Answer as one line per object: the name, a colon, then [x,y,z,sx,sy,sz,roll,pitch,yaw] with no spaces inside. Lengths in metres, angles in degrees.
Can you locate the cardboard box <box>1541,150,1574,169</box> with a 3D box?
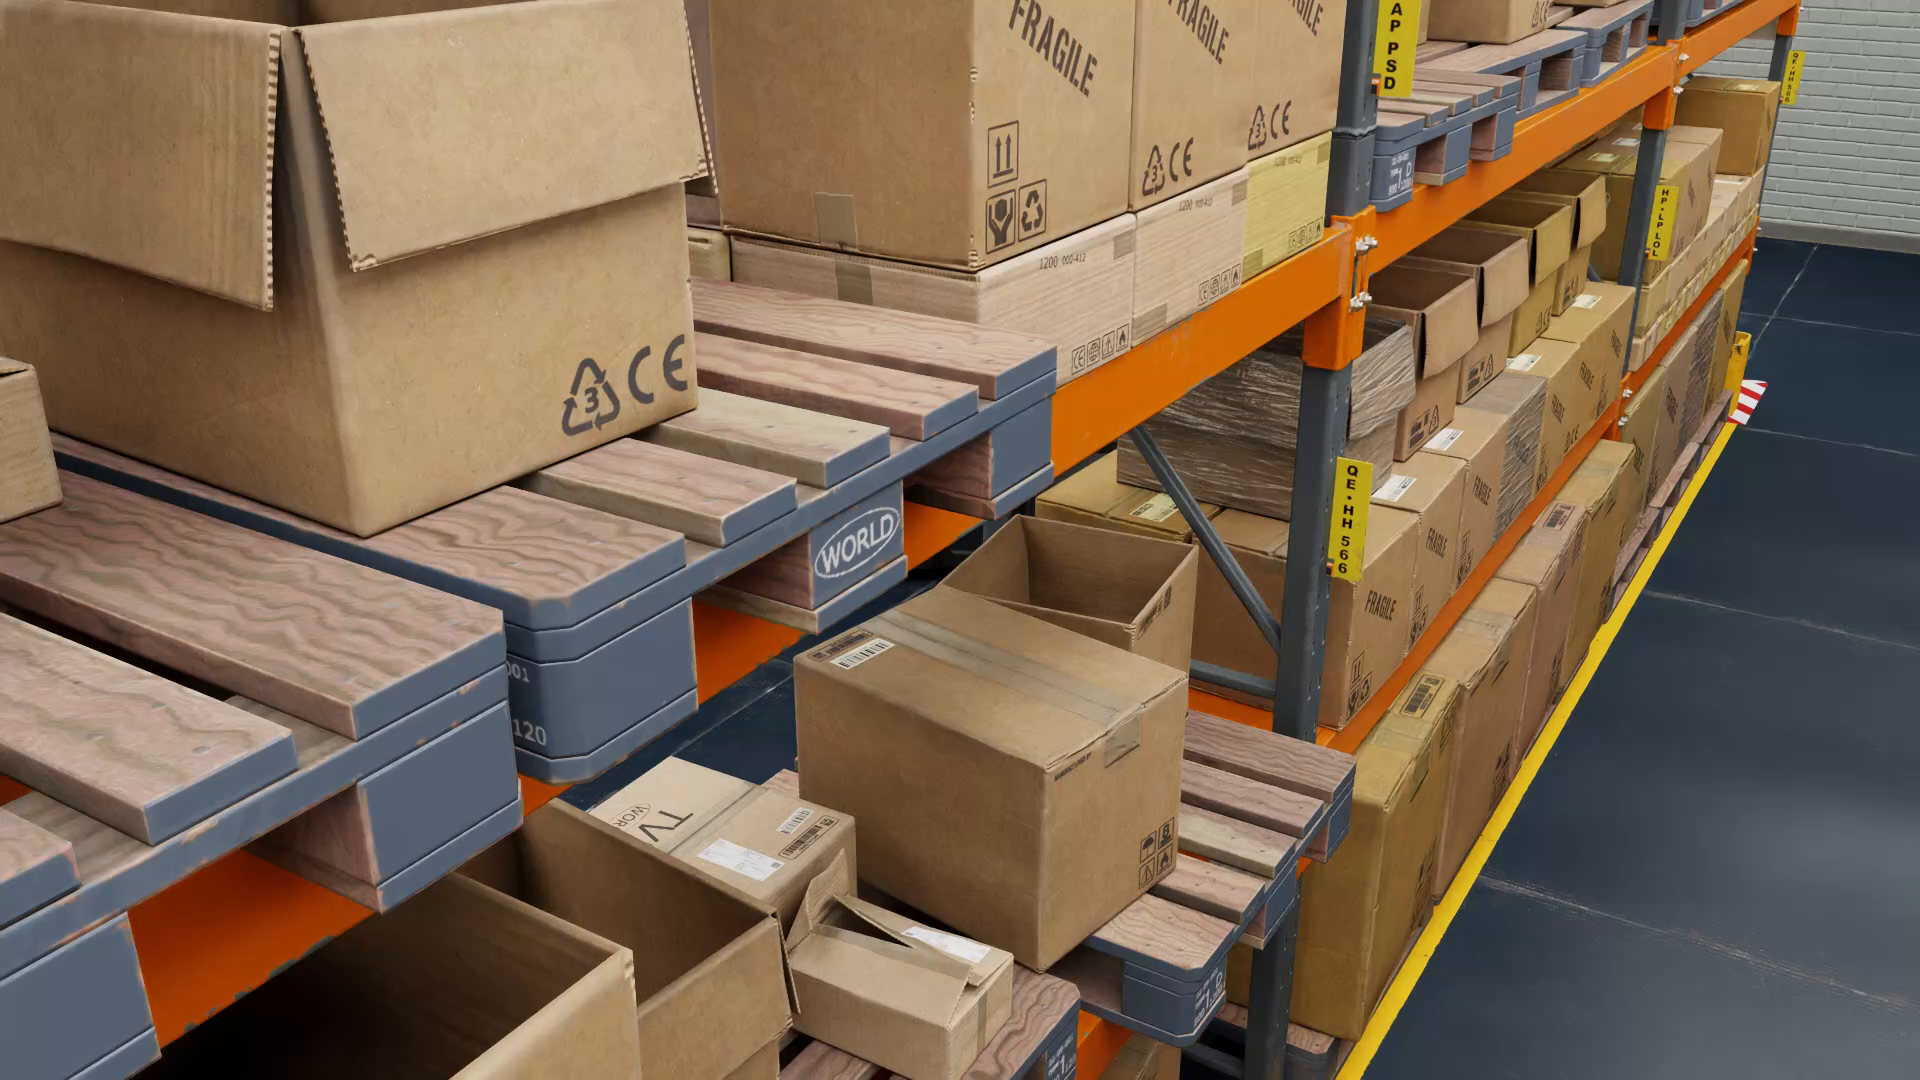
cardboard box: [2.647,-1.639,8.130,0.500,0.500,0.500,15,27,30]

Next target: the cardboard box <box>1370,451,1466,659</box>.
cardboard box: [1.279,0.007,5.332,0.500,0.500,0.500,13,27,28]

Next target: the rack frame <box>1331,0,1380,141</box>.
rack frame: [0.522,-2.419,3.510,1.000,3.000,0.127,14,27,29]

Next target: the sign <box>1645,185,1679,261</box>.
sign: [3.098,-1.400,7.351,0.100,0.325,0.005,14,27,29]

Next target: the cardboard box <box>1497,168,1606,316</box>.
cardboard box: [2.302,-1.305,7.099,0.797,0.503,0.637,13,27,28]

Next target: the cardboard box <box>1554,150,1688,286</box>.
cardboard box: [3.101,-1.535,7.892,0.500,0.500,0.500,14,27,29]

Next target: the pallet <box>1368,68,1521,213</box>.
pallet: [0.816,-1.184,4.671,1.213,0.211,1.003,15,28,31]

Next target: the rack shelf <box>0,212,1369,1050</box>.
rack shelf: [-0.533,-0.037,2.689,1.077,0.370,4.000,14,27,29]

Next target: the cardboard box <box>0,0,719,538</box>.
cardboard box: [-0.760,-0.388,1.937,0.797,0.503,0.637,15,28,31]

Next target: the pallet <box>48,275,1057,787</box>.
pallet: [-0.628,-0.143,2.264,1.213,0.211,1.003,14,27,29]

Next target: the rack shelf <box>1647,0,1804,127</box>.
rack shelf: [3.687,-2.737,8.927,1.077,0.370,4.000,14,27,29]

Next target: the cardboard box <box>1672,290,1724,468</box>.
cardboard box: [3.992,-1.043,10.030,0.875,0.875,0.875,14,27,29]

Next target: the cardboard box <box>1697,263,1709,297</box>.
cardboard box: [3.891,-1.457,9.156,0.380,0.149,0.250,13,27,27]

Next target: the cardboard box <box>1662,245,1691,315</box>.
cardboard box: [3.369,-1.354,8.416,0.500,0.250,0.500,14,27,29]

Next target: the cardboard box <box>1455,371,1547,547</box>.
cardboard box: [1.812,-0.335,6.122,0.500,0.500,0.500,14,27,29]

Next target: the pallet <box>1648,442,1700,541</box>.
pallet: [3.742,-0.390,9.884,1.003,0.211,1.213,14,27,29]

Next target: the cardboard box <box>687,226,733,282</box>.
cardboard box: [-0.477,-0.519,3.087,0.500,0.250,0.500,15,27,30]

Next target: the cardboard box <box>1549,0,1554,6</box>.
cardboard box: [1.976,-2.193,6.347,0.500,0.311,0.500,13,27,27]

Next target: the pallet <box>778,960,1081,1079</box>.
pallet: [-0.488,1.099,3.177,1.003,0.211,1.213,14,27,29]

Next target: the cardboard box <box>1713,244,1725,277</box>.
cardboard box: [4.160,-1.629,9.552,0.380,0.149,0.250,14,27,29]

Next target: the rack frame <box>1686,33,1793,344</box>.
rack frame: [4.742,-2.366,10.939,1.000,3.000,0.127,14,27,29]

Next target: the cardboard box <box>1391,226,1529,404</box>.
cardboard box: [1.615,-0.862,6.078,0.797,0.503,0.637,15,27,31]

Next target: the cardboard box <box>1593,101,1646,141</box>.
cardboard box: [3.727,-2.327,9.720,0.500,0.500,0.500,13,27,28]

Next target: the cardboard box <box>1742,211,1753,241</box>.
cardboard box: [4.698,-1.973,10.348,0.380,0.149,0.250,14,27,29]

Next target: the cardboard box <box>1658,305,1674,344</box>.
cardboard box: [3.347,-1.108,8.350,0.380,0.149,0.250,15,28,31]

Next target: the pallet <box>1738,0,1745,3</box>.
pallet: [3.716,-3.036,8.822,1.003,0.211,1.213,14,27,29]

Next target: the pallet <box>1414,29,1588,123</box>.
pallet: [1.404,-1.562,5.544,1.003,0.211,1.213,15,28,31]

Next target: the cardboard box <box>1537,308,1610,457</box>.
cardboard box: [2.350,-0.681,6.921,0.500,0.500,0.500,15,27,31]

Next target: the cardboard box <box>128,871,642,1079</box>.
cardboard box: [-1.050,0.978,1.932,1.000,1.000,1.000,14,27,29]

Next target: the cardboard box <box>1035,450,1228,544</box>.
cardboard box: [0.571,0.070,5.187,0.500,0.500,0.500,15,27,31]

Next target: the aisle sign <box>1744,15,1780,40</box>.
aisle sign: [5.034,-3.520,10.333,0.394,0.787,0.004,14,27,29]

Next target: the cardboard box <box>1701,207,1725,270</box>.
cardboard box: [3.904,-1.695,9.203,0.500,0.250,0.500,14,27,29]

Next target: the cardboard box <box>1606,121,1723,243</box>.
cardboard box: [3.638,-1.877,8.680,0.500,0.500,0.500,13,27,27]

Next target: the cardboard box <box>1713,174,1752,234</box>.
cardboard box: [4.443,-2.043,10.008,0.500,0.250,0.500,13,27,28]

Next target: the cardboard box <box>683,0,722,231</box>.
cardboard box: [-0.475,-0.871,2.956,0.500,0.500,0.500,13,27,27]

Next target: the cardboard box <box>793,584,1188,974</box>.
cardboard box: [0.061,0.496,3.674,0.700,0.500,0.500,19,30,37]

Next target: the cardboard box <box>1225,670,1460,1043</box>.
cardboard box: [0.903,0.888,5.568,1.225,0.875,0.875,12,26,27]

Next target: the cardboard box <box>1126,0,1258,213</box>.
cardboard box: [0.221,-0.929,3.089,0.500,0.500,0.500,14,27,29]

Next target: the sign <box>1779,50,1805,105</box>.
sign: [5.195,-2.887,10.388,0.100,0.325,0.005,14,27,29]

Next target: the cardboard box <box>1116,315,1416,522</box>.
cardboard box: [0.921,-0.415,5.045,0.797,0.503,0.637,15,28,31]

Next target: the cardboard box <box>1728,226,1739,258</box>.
cardboard box: [4.431,-1.804,9.958,0.380,0.149,0.250,14,27,30]

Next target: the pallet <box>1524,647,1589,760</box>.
pallet: [2.289,0.540,7.736,1.003,0.211,1.213,14,27,29]

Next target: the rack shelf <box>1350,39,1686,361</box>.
rack shelf: [1.577,-1.387,5.808,1.077,0.370,4.000,14,27,29]

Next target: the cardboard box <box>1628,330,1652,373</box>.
cardboard box: [3.070,-0.930,7.940,0.380,0.149,0.250,14,27,29]

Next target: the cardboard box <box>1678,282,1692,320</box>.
cardboard box: [3.619,-1.284,8.756,0.380,0.149,0.250,13,27,28]

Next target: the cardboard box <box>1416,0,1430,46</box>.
cardboard box: [1.163,-1.811,5.229,0.500,0.500,0.500,16,28,32]

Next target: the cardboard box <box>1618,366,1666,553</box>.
cardboard box: [3.048,-0.439,8.635,0.875,0.875,0.875,14,27,29]

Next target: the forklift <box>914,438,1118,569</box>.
forklift: [0.623,-1.331,8.636,3.031,2.935,1.130,1,23,3]

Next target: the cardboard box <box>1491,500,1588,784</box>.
cardboard box: [1.840,0.289,6.953,1.225,0.875,0.875,13,27,27]

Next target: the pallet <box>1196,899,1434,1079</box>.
pallet: [1.001,1.364,5.834,1.003,0.211,1.213,14,27,29]

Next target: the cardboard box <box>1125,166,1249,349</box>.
cardboard box: [0.229,-0.591,3.253,0.500,0.250,0.500,14,27,29]

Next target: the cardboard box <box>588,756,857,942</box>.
cardboard box: [-0.558,0.728,3.453,0.500,0.250,0.500,13,27,27]
